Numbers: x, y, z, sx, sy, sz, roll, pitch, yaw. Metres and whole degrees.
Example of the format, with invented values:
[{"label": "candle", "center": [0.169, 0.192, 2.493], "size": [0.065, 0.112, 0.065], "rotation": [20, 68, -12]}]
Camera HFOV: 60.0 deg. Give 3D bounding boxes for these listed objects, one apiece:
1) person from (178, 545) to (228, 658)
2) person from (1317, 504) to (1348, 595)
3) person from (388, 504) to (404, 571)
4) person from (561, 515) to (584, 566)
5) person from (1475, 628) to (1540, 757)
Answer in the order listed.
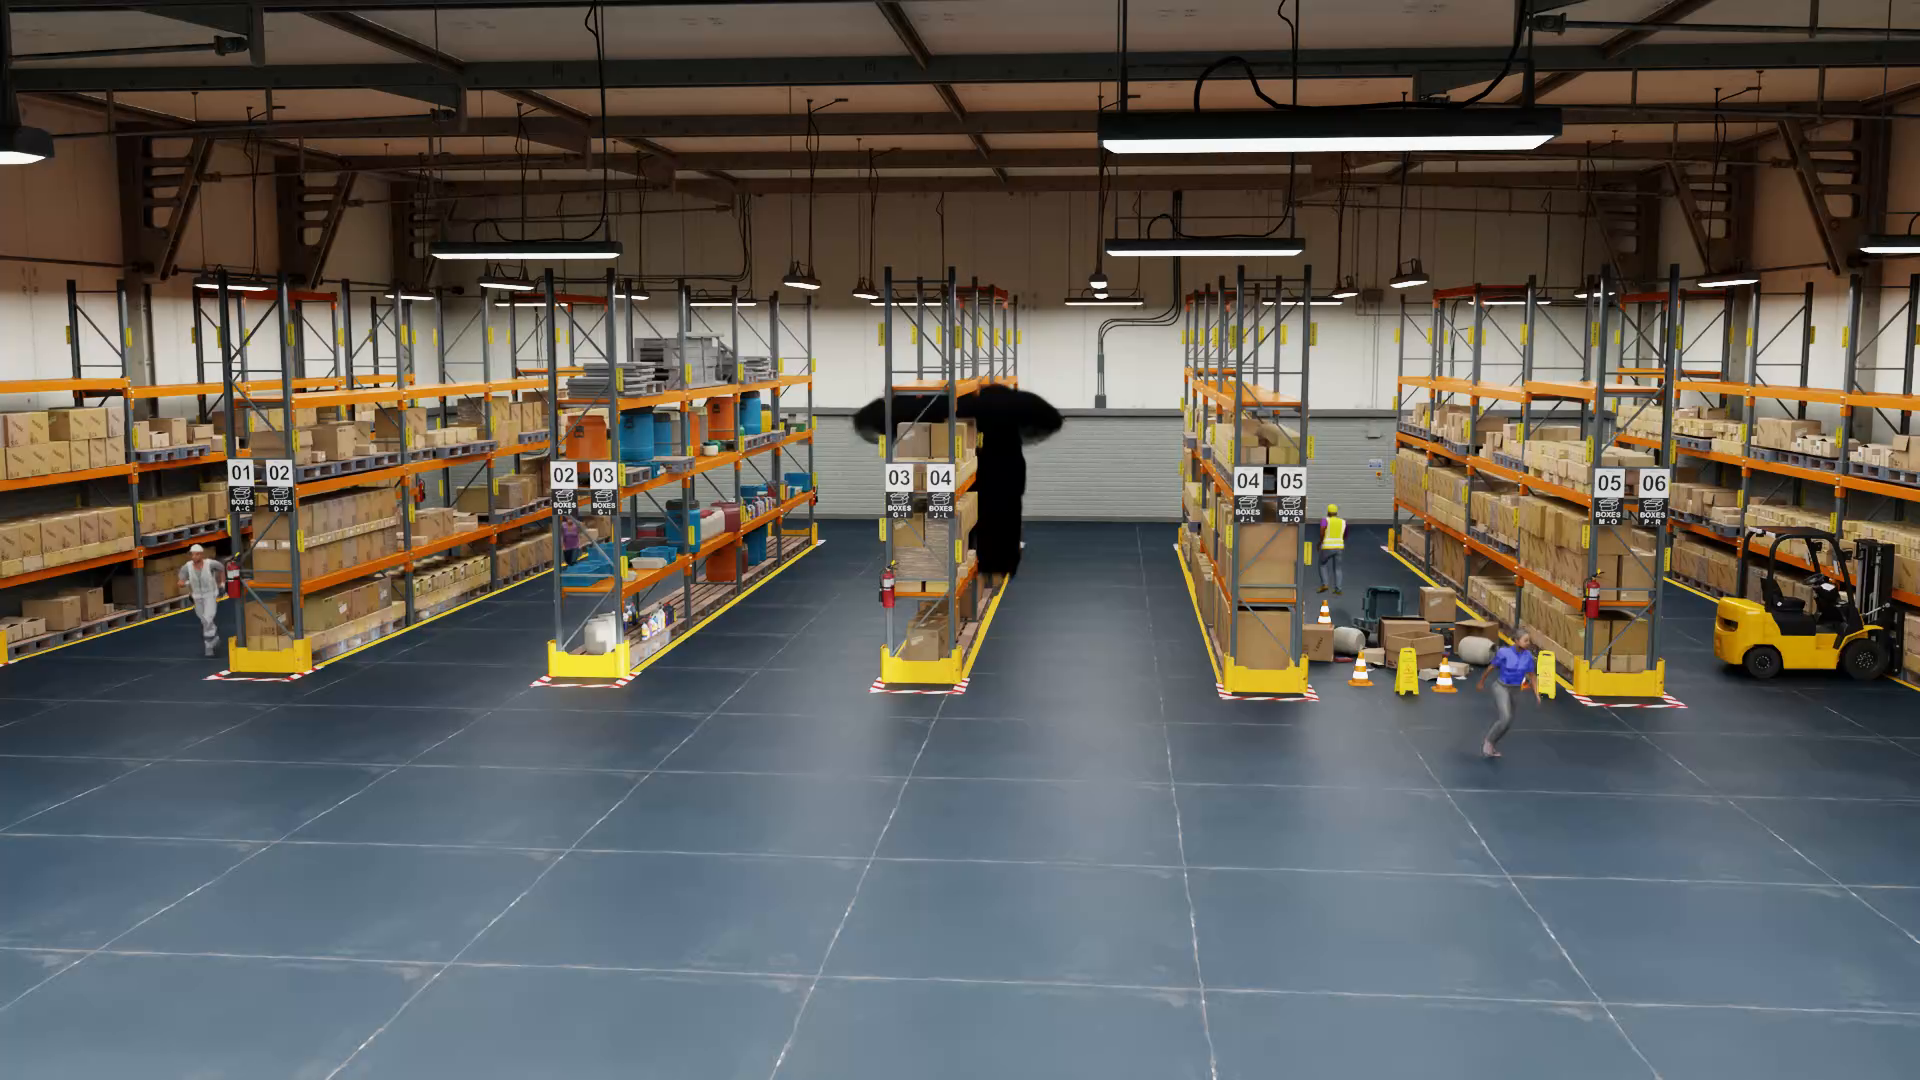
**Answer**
[{"label": "person", "center": [-11.966, 0.929, 26.349], "size": [0.672, 1.768, 0.954], "rotation": [0, 7, -2]}, {"label": "person", "center": [7.046, 0.191, 31.451], "size": [0.644, 1.705, 0.946], "rotation": [0, 7, -1]}, {"label": "person", "center": [-11.331, 0.106, 33.349], "size": [0.688, 1.724, 0.678], "rotation": [1, 7, 8]}, {"label": "person", "center": [-7.866, 0.184, 33.636], "size": [0.550, 1.550, 0.869], "rotation": [-2, 7, -14]}, {"label": "person", "center": [6.523, 1.825, 19.734], "size": [0.558, 1.584, 0.700], "rotation": [-2, 7, -20]}]
